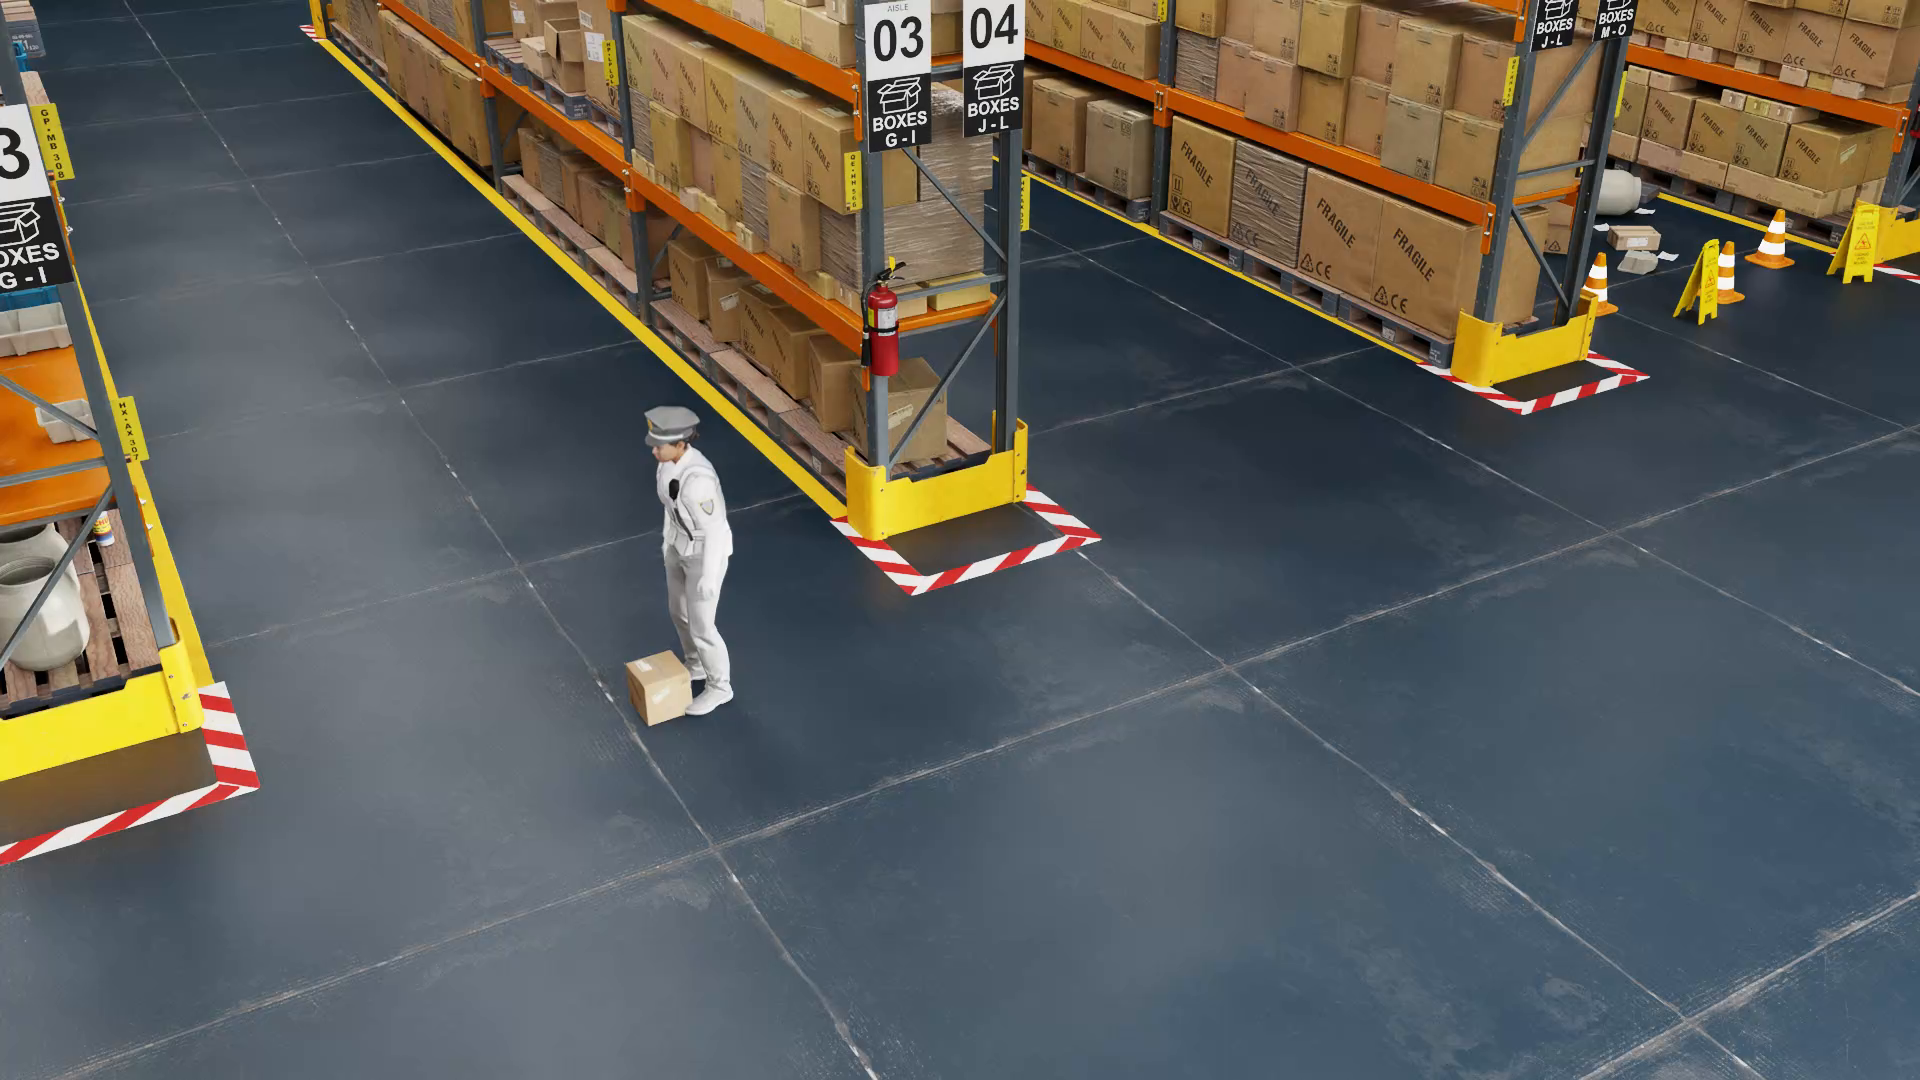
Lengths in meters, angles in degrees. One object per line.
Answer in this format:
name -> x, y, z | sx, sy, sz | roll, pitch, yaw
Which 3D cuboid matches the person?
person -> -1.353, 0.088, 8.395 | 0.375, 1.662, 0.529 | -18, 34, -28
